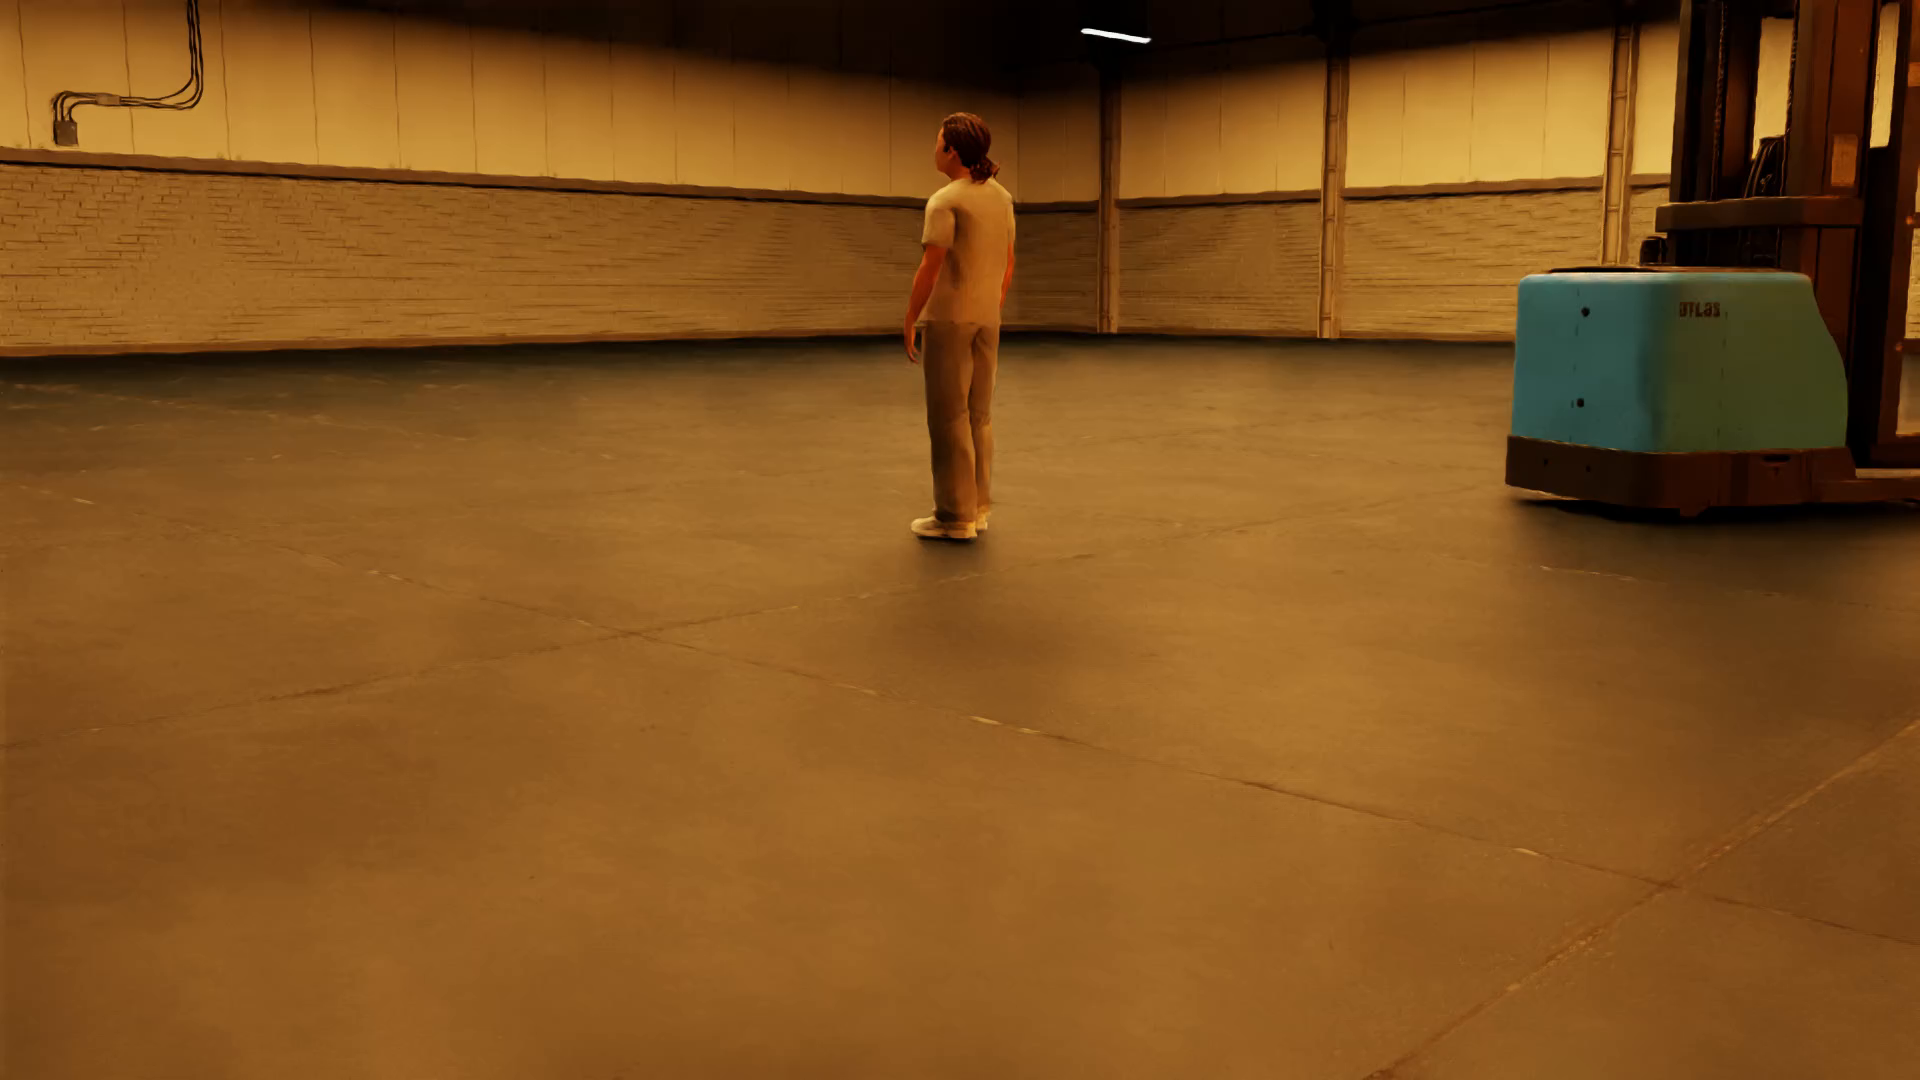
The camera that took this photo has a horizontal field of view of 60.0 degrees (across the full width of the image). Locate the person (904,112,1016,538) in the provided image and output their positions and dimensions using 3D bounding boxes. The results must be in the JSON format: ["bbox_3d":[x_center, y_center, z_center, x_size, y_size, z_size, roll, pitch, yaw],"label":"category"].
[{"bbox_3d":[-0.044,-0.845,6.652,0.548,1.674,0.550,8,12,43],"label":"person"}]

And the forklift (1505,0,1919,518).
[{"bbox_3d":[4.204,-1.648,7.817,3.031,2.935,1.130,-3,9,-17],"label":"forklift"}]
